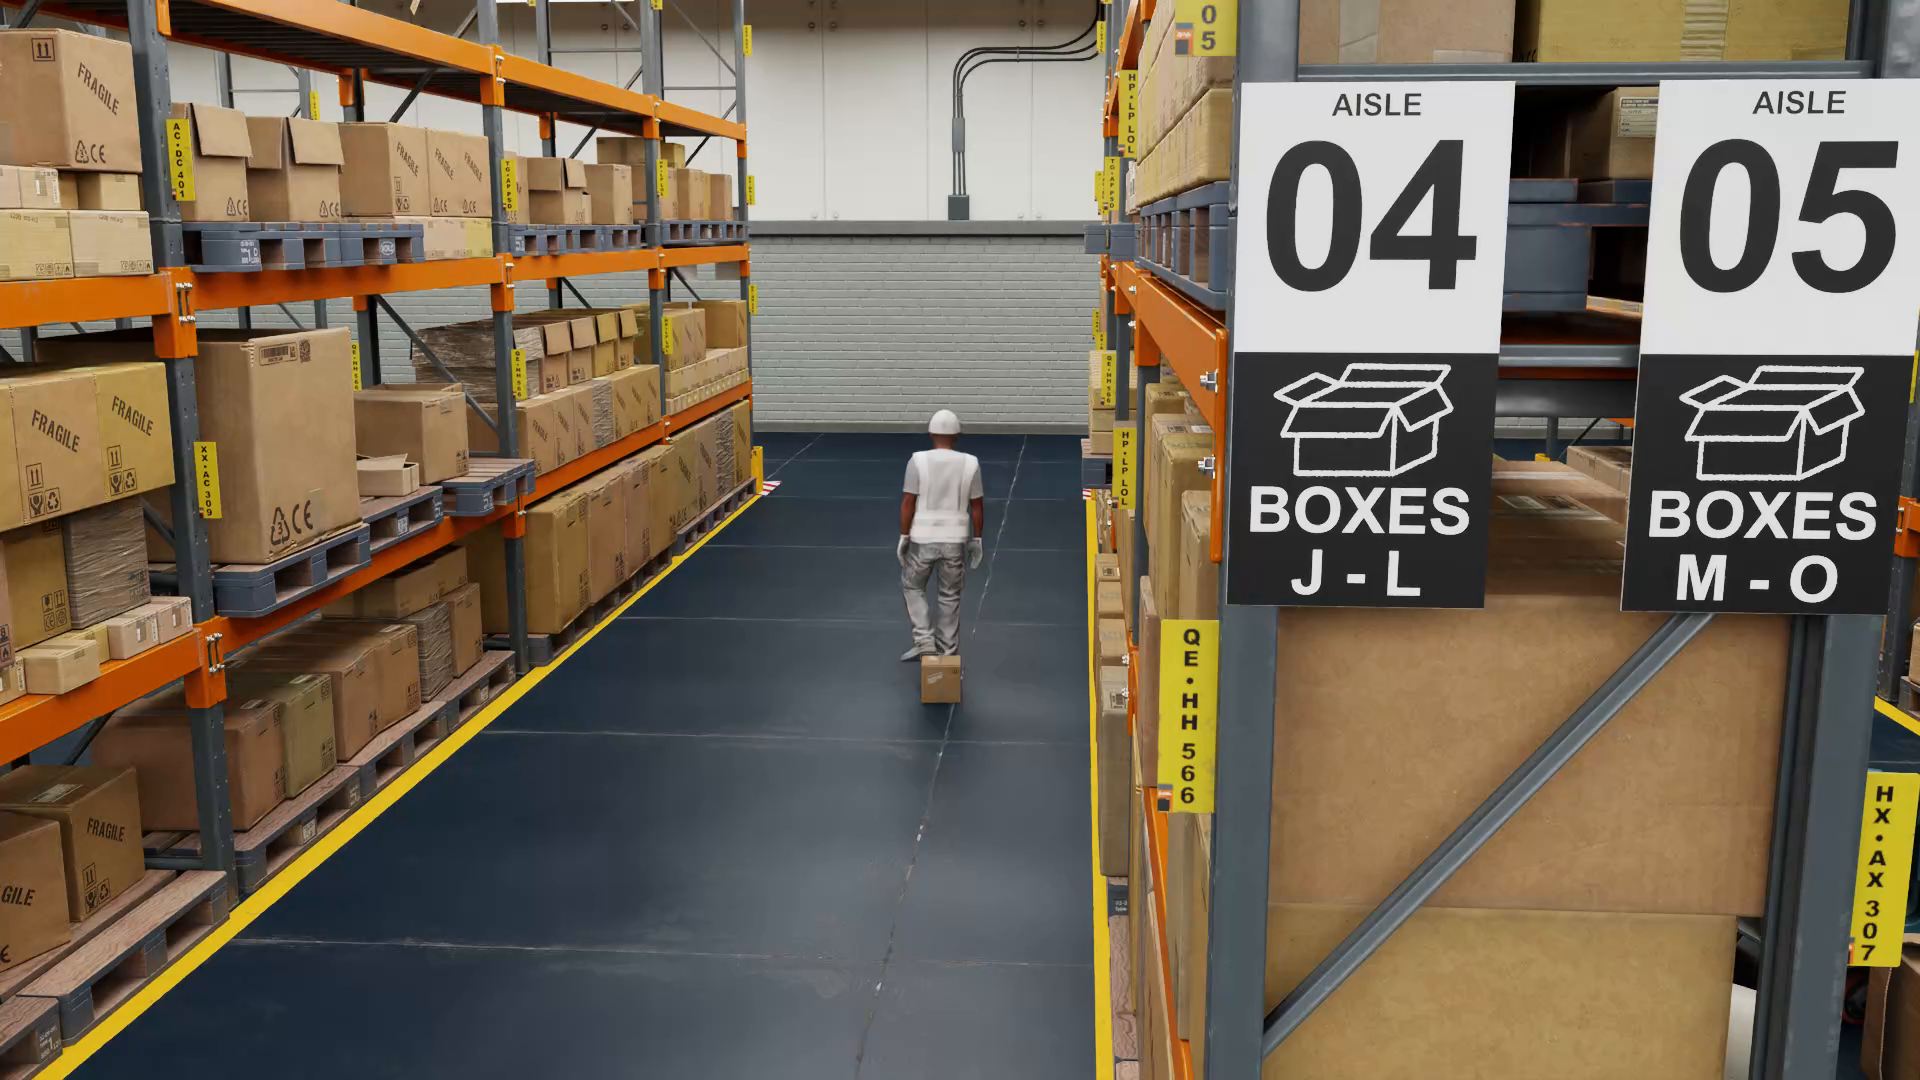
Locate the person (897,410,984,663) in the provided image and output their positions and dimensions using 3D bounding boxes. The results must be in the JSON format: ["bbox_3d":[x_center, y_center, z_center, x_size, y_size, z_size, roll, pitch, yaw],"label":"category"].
[{"bbox_3d":[-0.131,0.020,11.204,0.600,1.776,0.519,-2,11,-9],"label":"person"}]
